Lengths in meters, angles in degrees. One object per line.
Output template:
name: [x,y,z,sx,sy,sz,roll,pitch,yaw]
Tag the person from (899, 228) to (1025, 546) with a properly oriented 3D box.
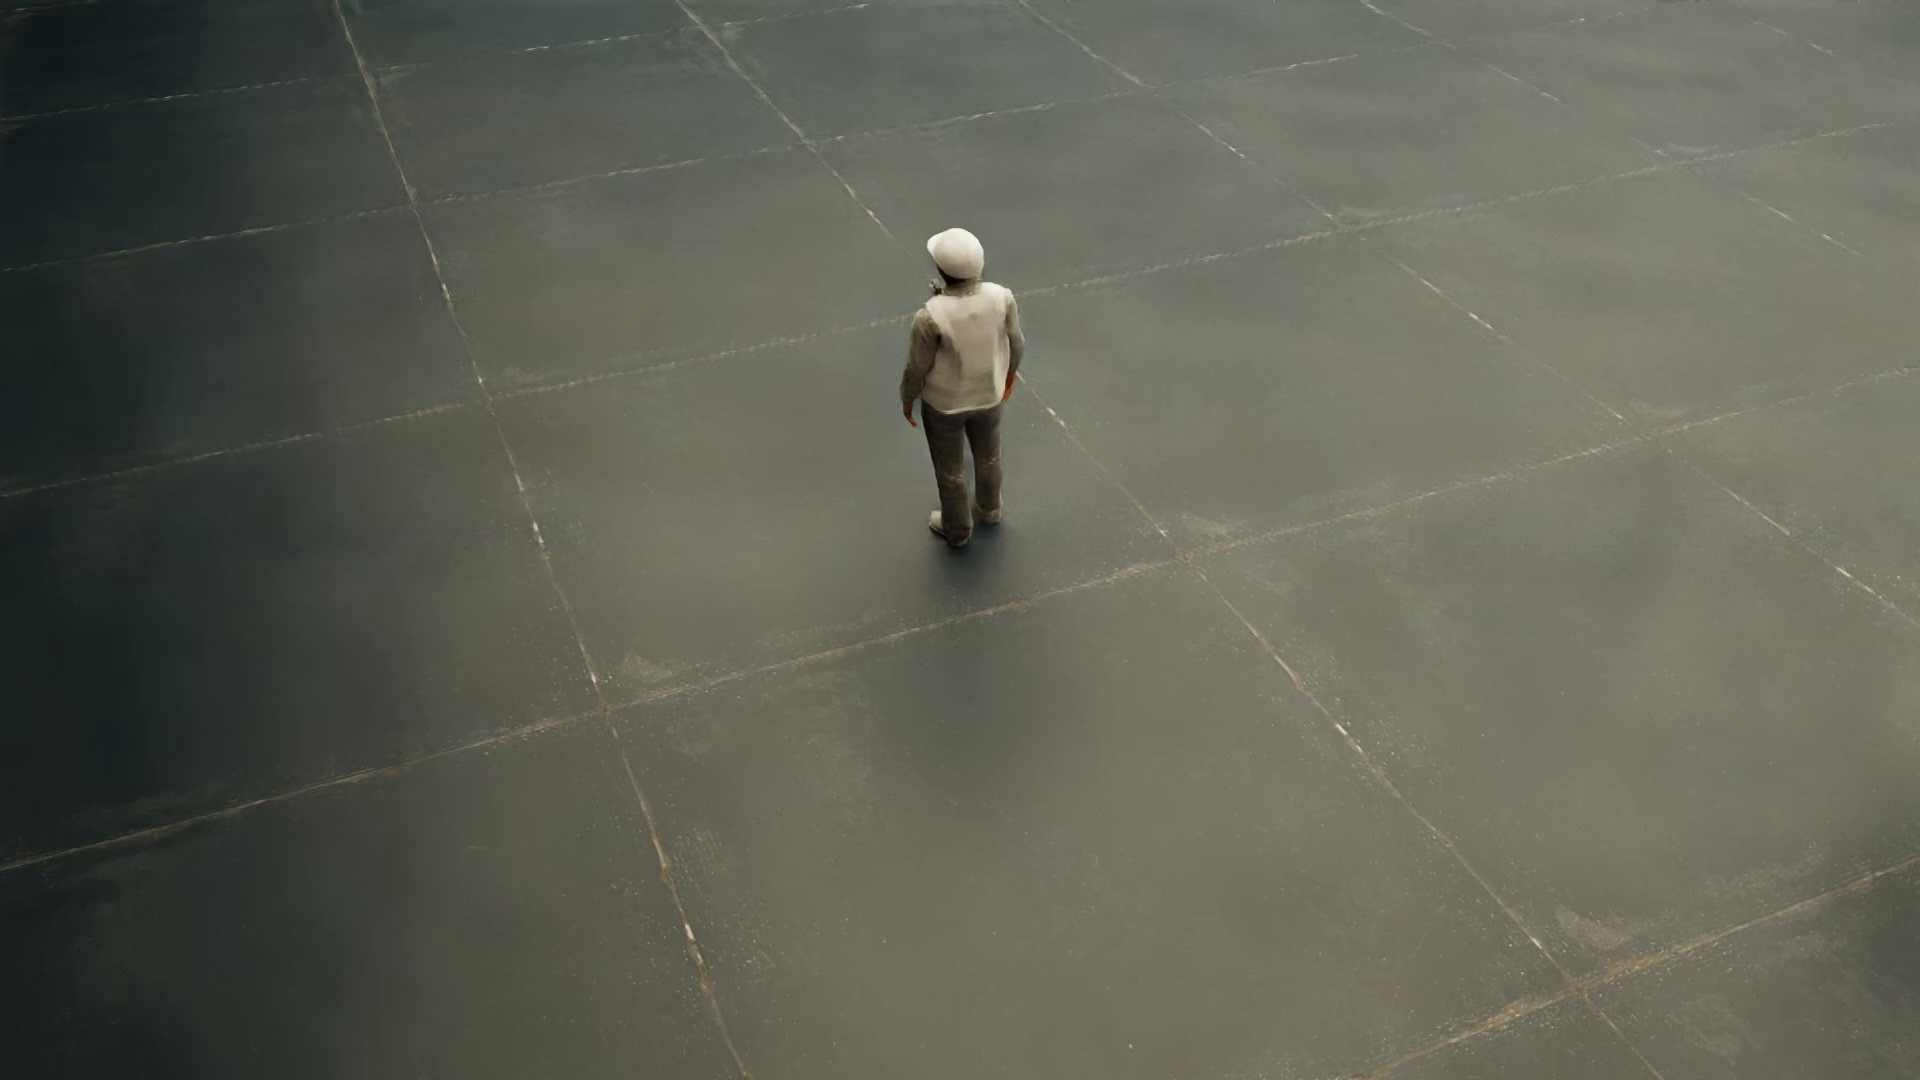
person: [-0.017,-0.764,8.159,0.632,1.773,0.567,-14,38,-19]
